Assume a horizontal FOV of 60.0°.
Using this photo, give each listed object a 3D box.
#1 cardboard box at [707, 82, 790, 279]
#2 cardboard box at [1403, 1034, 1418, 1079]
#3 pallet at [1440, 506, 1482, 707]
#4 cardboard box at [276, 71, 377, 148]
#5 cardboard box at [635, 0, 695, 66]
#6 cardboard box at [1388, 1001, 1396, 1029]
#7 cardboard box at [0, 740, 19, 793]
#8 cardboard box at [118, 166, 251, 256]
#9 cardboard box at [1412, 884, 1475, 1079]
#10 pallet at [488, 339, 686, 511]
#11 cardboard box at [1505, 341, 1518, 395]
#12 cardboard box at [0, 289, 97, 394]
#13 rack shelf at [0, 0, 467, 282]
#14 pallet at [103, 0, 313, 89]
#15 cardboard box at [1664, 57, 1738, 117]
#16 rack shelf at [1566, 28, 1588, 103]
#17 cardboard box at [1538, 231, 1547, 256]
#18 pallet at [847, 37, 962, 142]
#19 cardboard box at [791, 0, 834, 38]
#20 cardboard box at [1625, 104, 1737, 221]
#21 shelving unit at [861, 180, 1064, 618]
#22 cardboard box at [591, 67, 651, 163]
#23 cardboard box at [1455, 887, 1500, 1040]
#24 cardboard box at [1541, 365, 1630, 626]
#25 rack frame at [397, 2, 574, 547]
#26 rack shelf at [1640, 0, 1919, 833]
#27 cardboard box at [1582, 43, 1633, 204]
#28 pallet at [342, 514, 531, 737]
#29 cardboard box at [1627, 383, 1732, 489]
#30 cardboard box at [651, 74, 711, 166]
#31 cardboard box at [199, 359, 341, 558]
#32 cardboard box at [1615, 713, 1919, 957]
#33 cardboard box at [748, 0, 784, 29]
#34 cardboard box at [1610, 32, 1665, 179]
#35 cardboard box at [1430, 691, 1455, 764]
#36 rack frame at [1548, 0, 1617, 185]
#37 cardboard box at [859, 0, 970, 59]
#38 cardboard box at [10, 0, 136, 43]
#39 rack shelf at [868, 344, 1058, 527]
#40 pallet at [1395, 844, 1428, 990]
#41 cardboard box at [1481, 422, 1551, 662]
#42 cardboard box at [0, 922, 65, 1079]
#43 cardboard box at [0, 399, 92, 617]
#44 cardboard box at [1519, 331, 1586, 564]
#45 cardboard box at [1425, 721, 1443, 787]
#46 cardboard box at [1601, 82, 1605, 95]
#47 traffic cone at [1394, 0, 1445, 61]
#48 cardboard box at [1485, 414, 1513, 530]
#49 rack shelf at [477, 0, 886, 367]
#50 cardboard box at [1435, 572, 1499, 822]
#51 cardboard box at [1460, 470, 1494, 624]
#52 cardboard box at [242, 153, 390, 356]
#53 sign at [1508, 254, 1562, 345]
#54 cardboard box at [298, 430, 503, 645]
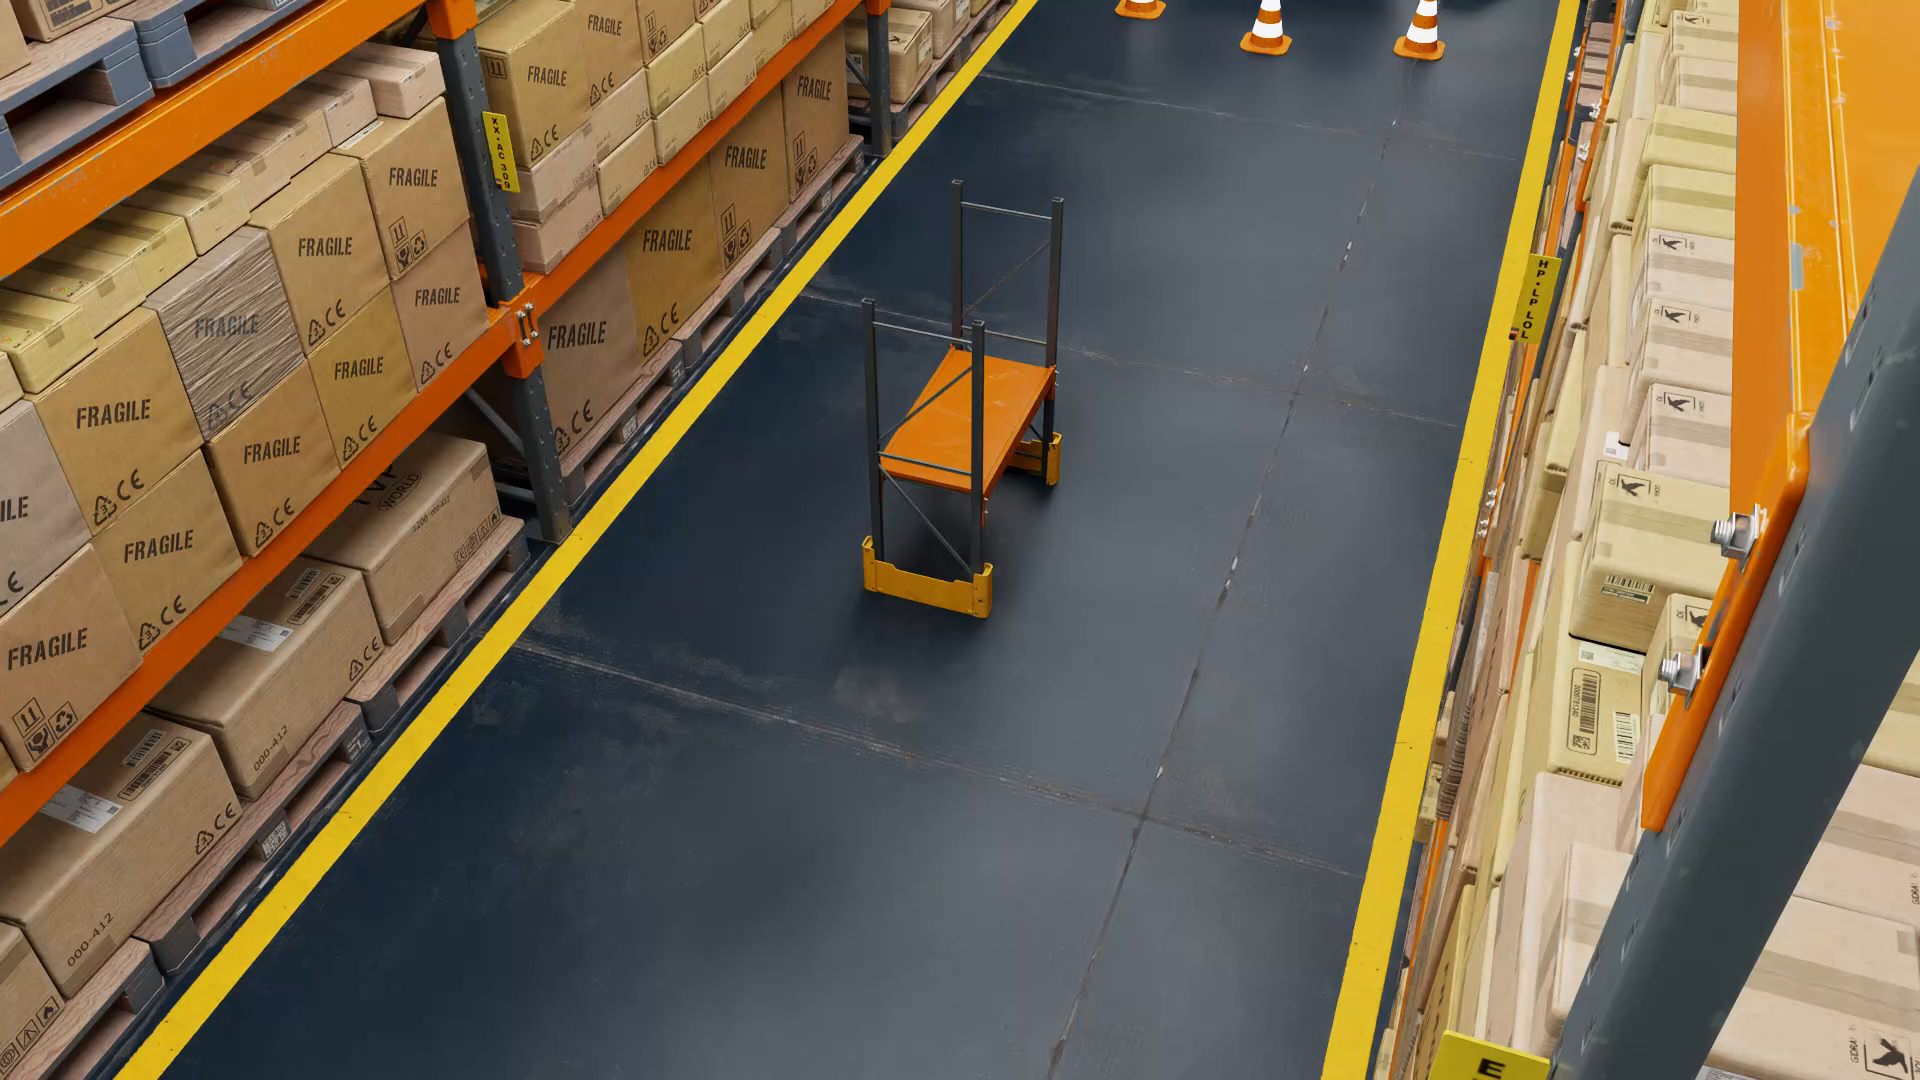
[{"bbox_3d":[-1.547,-2.102,9.170,0.875,0.875,0.875,14,42,16],"label":"cardboard box"},{"bbox_3d":[1.119,1.424,3.417,0.500,0.500,0.500,13,42,14],"label":"cardboard box"},{"bbox_3d":[2.659,0.366,7.113,1.003,0.211,1.213,13,42,15],"label":"pallet"},{"bbox_3d":[-2.290,-1.527,5.835,0.380,0.149,0.250,14,43,16],"label":"cardboard box"},{"bbox_3d":[-1.549,-2.502,7.478,0.500,0.500,0.500,12,42,14],"label":"cardboard box"},{"bbox_3d":[1.563,1.656,5.325,0.380,0.149,0.250,12,42,14],"label":"cardboard box"},{"bbox_3d":[-3.079,0.601,4.611,0.500,0.500,0.500,13,42,14],"label":"cardboard box"},{"bbox_3d":[-2.506,-1.058,5.286,0.380,0.149,0.250,13,42,15],"label":"cardboard box"},{"bbox_3d":[1.123,1.045,3.092,0.500,0.500,0.500,12,42,14],"label":"cardboard box"},{"bbox_3d":[-2.099,-0.684,8.342,1.003,0.211,1.213,13,42,15],"label":"pallet"},{"bbox_3d":[2.941,-0.872,8.017,0.500,0.500,0.500,12,42,14],"label":"cardboard box"},{"bbox_3d":[-2.708,-0.574,4.718,0.380,0.149,0.250,12,42,14],"label":"cardboard box"},{"bbox_3d":[-2.976,-0.905,4.696,1.077,0.370,4.000,13,42,15],"label":"rack shelf"},{"bbox_3d":[-2.581,-1.868,5.339,1.003,0.211,1.213,13,42,15],"label":"pallet"},{"bbox_3d":[1.710,-0.887,3.545,0.380,0.149,0.250,12,42,14],"label":"cardboard box"},{"bbox_3d":[4.446,-3.606,10.173,1.077,0.370,4.000,13,42,15],"label":"rack shelf"},{"bbox_3d":[2.944,-1.179,7.799,0.500,0.250,0.500,14,42,15],"label":"cardboard box"},{"bbox_3d":[-0.655,-3.112,11.189,1.003,0.211,1.213,13,42,15],"label":"pallet"},{"bbox_3d":[-1.013,-2.959,8.976,0.500,0.250,0.500,14,42,16],"label":"cardboard box"},{"bbox_3d":[1.573,-0.731,3.362,0.380,0.149,0.250,15,43,17],"label":"cardboard box"},{"bbox_3d":[0.026,-0.617,7.271,0.587,1.500,1.083,13,42,15],"label":"shelving unit"},{"bbox_3d":[-1.724,-1.920,7.374,0.500,0.250,0.500,14,42,16],"label":"cardboard box"},{"bbox_3d":[0.934,0.799,2.260,0.500,0.250,0.500,12,42,14],"label":"cardboard box"},{"bbox_3d":[1.296,-0.016,2.831,0.500,0.250,0.500,14,42,16],"label":"cardboard box"},{"bbox_3d":[-2.292,-1.257,6.866,1.000,3.000,0.127,13,42,15],"label":"rack frame"},{"bbox_3d":[1.711,-1.008,2.508,1.077,0.370,4.000,13,42,15],"label":"rack shelf"},{"bbox_3d":[1.988,-1.080,4.463,0.500,0.250,0.500,15,43,17],"label":"cardboard box"},{"bbox_3d":[-2.625,0.250,7.248,1.003,0.211,1.213,13,42,15],"label":"pallet"},{"bbox_3d":[1.260,-0.086,2.606,0.380,0.149,0.250,12,42,14],"label":"cardboard box"},{"bbox_3d":[-1.527,-2.035,7.893,0.500,0.250,0.500,13,42,15],"label":"cardboard box"},{"bbox_3d":[-2.539,-0.331,5.703,0.500,0.500,0.500,13,42,14],"label":"cardboard box"},{"bbox_3d":[1.020,0.392,2.045,0.380,0.149,0.250,14,42,16],"label":"cardboard box"},{"bbox_3d":[-1.178,-2.848,8.461,0.500,0.250,0.500,12,42,14],"label":"cardboard box"},{"bbox_3d":[1.829,-0.951,3.927,0.500,0.250,0.500,13,42,15],"label":"cardboard box"},{"bbox_3d":[1.970,0.742,6.167,0.380,0.149,0.250,15,43,17],"label":"cardboard box"},{"bbox_3d":[3.762,-2.660,8.510,1.000,3.000,0.127,13,42,15],"label":"rack frame"},{"bbox_3d":[-0.477,-3.651,11.373,0.950,0.372,0.625,13,42,14],"label":"cardboard box"},{"bbox_3d":[-2.723,-1.806,4.718,0.797,0.503,0.637,16,43,18],"label":"cardboard box"},{"bbox_3d":[0.029,-0.486,7.395,0.538,0.185,1.000,13,42,15],"label":"rack shelf"},{"bbox_3d":[2.198,1.258,6.066,1.003,0.211,1.213,13,42,15],"label":"pallet"},{"bbox_3d":[1.647,0.089,4.211,0.500,0.500,0.500,14,42,16],"label":"cardboard box"},{"bbox_3d":[-3.528,1.573,5.200,0.875,0.438,0.875,12,42,14],"label":"cardboard box"},{"bbox_3d":[-2.889,-0.098,4.660,0.500,0.500,0.500,13,42,15],"label":"cardboard box"},{"bbox_3d":[1.447,-0.142,3.363,0.500,0.250,0.500,15,43,17],"label":"cardboard box"},{"bbox_3d":[1.968,0.855,6.263,0.380,0.149,0.250,12,42,13],"label":"cardboard box"},{"bbox_3d":[3.236,-2.168,7.803,0.380,0.149,0.250,15,43,17],"label":"cardboard box"},{"bbox_3d":[3.253,-3.652,11.627,0.336,0.463,0.334,13,42,15],"label":"traffic cone"},{"bbox_3d":[2.412,-0.225,6.680,0.500,0.250,0.500,12,42,14],"label":"cardboard box"},{"bbox_3d":[-1.608,-2.203,8.529,1.077,0.370,4.000,13,42,15],"label":"rack shelf"},{"bbox_3d":[1.620,0.477,4.527,0.500,0.500,0.500,12,42,14],"label":"cardboard box"},{"bbox_3d":[2.411,0.064,6.920,0.500,0.500,0.500,13,42,14],"label":"cardboard box"},{"bbox_3d":[-2.375,-1.019,5.739,0.500,0.500,0.500,13,42,14],"label":"cardboard box"},{"bbox_3d":[1.872,-0.782,5.417,0.100,0.325,0.005,13,42,15],"label":"sign"},{"bbox_3d":[-2.607,-0.083,7.140,0.875,0.438,0.875,13,42,14],"label":"cardboard box"}]
